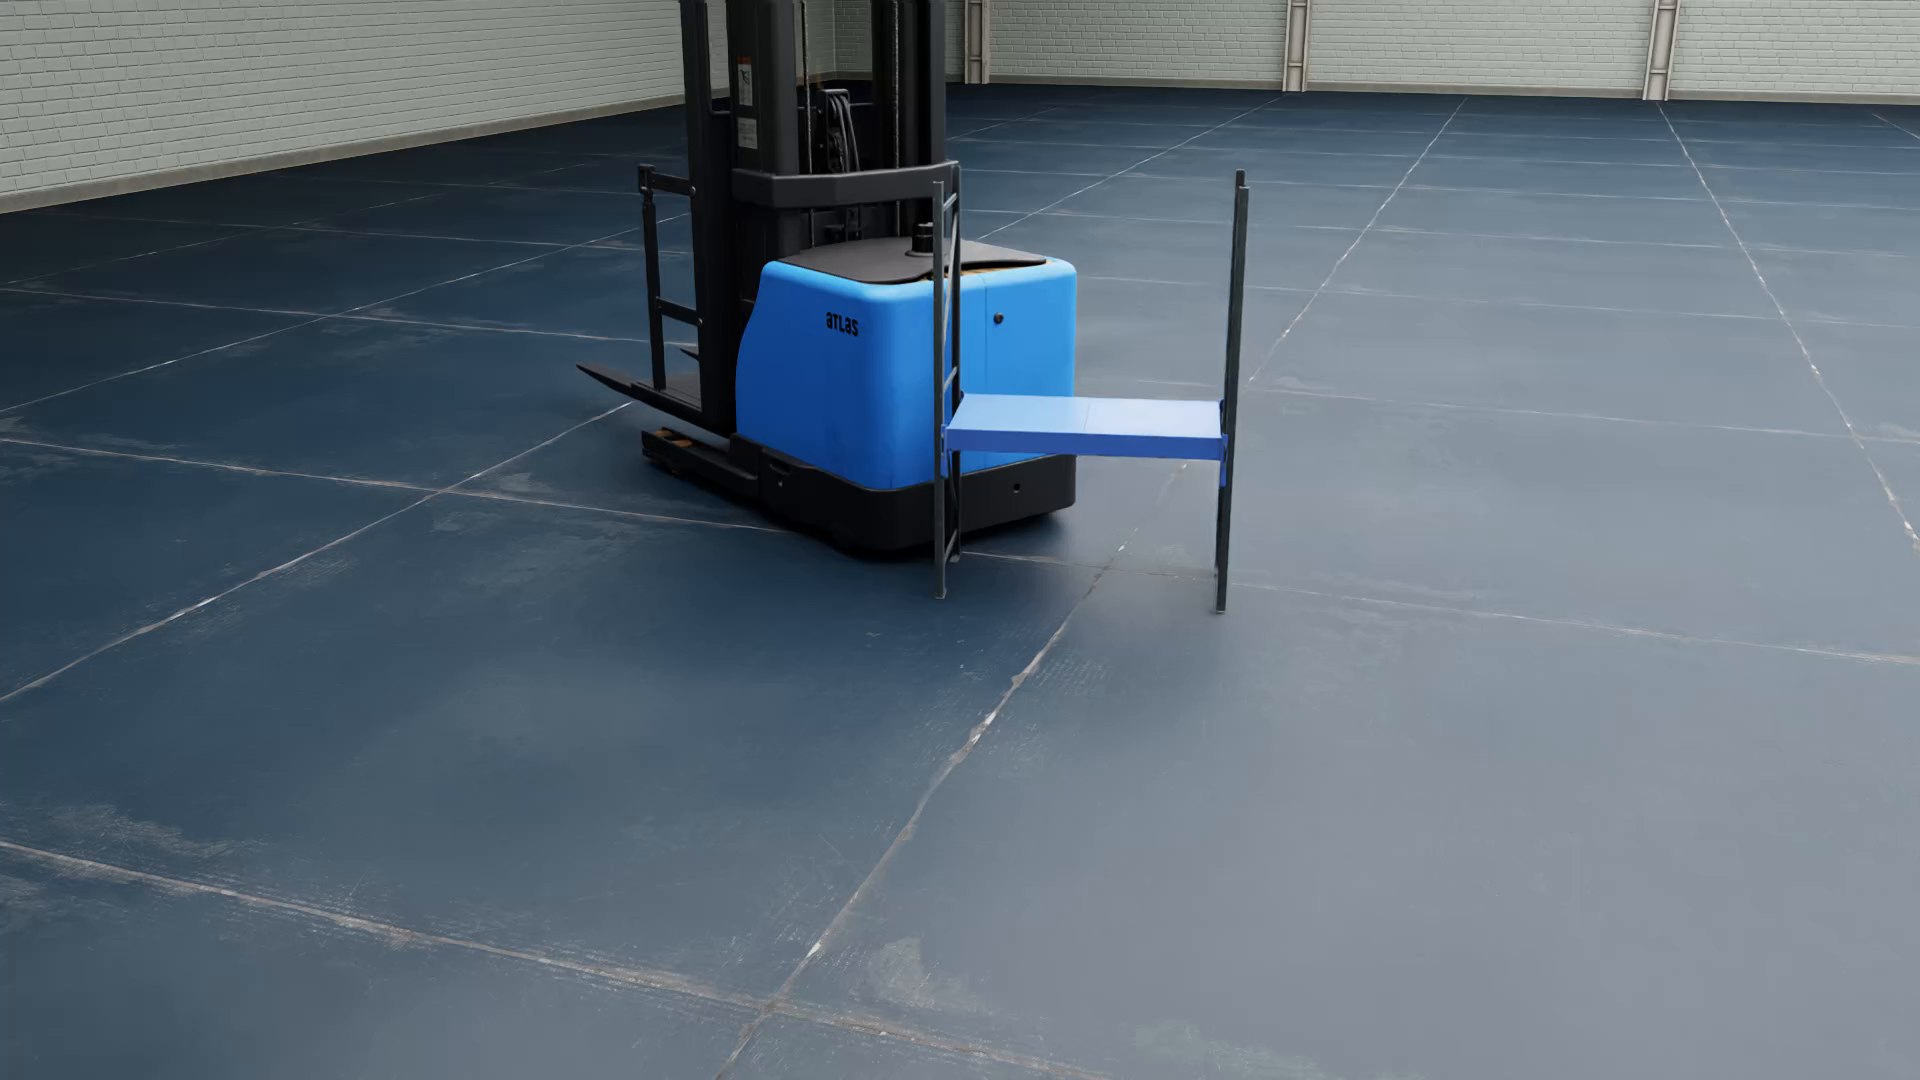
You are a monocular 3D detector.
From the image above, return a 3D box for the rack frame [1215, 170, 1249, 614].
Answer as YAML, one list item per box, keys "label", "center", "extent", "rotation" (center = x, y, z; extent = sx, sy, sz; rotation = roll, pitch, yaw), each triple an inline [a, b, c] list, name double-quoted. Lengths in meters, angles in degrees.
- label: "rack frame"
  center: [0.964, -0.526, 5.922]
  extent: [0.032, 1.500, 0.500]
  rotation: [2, 19, 7]

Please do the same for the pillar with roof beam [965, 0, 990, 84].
- label: "pillar with roof beam"
  center: [-1.090, -11.603, 26.307]
  extent: [0.400, 9.000, 9.100]
  rotation: [7, 20, 18]

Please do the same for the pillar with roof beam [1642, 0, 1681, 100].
- label: "pillar with roof beam"
  center: [10.245, -10.307, 22.589]
  extent: [0.400, 9.000, 9.100]
  rotation: [7, 20, 18]

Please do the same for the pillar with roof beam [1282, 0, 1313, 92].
- label: "pillar with roof beam"
  center: [4.578, -10.955, 24.448]
  extent: [0.400, 9.000, 9.100]
  rotation: [7, 20, 18]

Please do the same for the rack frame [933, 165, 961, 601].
- label: "rack frame"
  center: [-0.044, -0.569, 6.047]
  extent: [0.032, 1.500, 0.500]
  rotation: [2, 19, 7]

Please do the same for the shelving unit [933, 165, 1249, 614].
- label: "shelving unit"
  center: [0.460, -0.547, 5.984]
  extent: [1.048, 1.500, 0.538]
  rotation: [2, 19, 7]

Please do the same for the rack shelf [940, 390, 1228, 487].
- label: "rack shelf"
  center: [0.460, -0.378, 6.043]
  extent: [1.000, 0.185, 0.538]
  rotation: [2, 19, 7]

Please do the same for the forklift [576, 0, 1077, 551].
- label: "forklift"
  center: [-0.813, -1.762, 7.293]
  extent: [1.130, 2.935, 3.031]
  rotation: [-14, 24, -35]
